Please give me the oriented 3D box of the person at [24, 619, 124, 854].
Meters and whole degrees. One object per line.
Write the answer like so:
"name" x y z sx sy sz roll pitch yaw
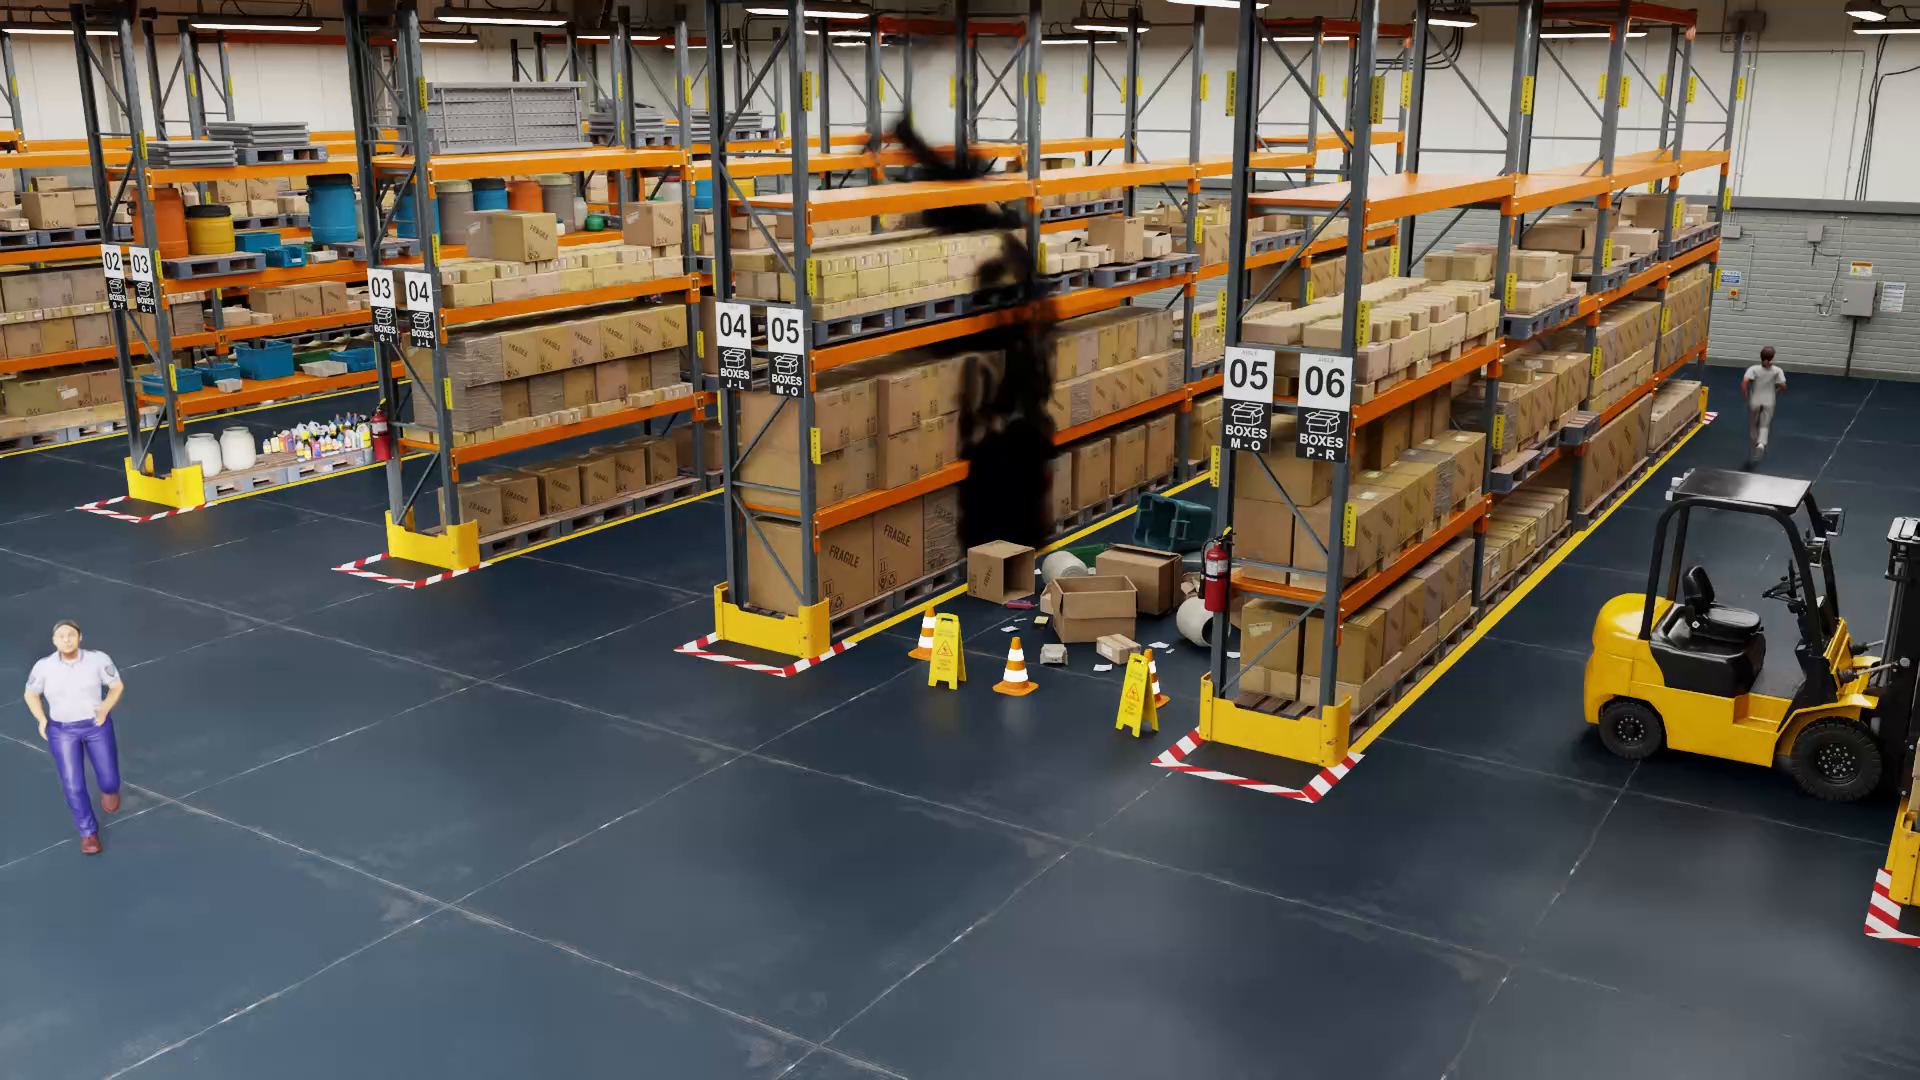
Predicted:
"person" -6.095 1.314 11.513 0.613 1.598 0.688 -8 17 -26

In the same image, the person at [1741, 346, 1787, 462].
"person" 10.929 -1.823 22.690 0.570 1.650 0.924 7 17 24
